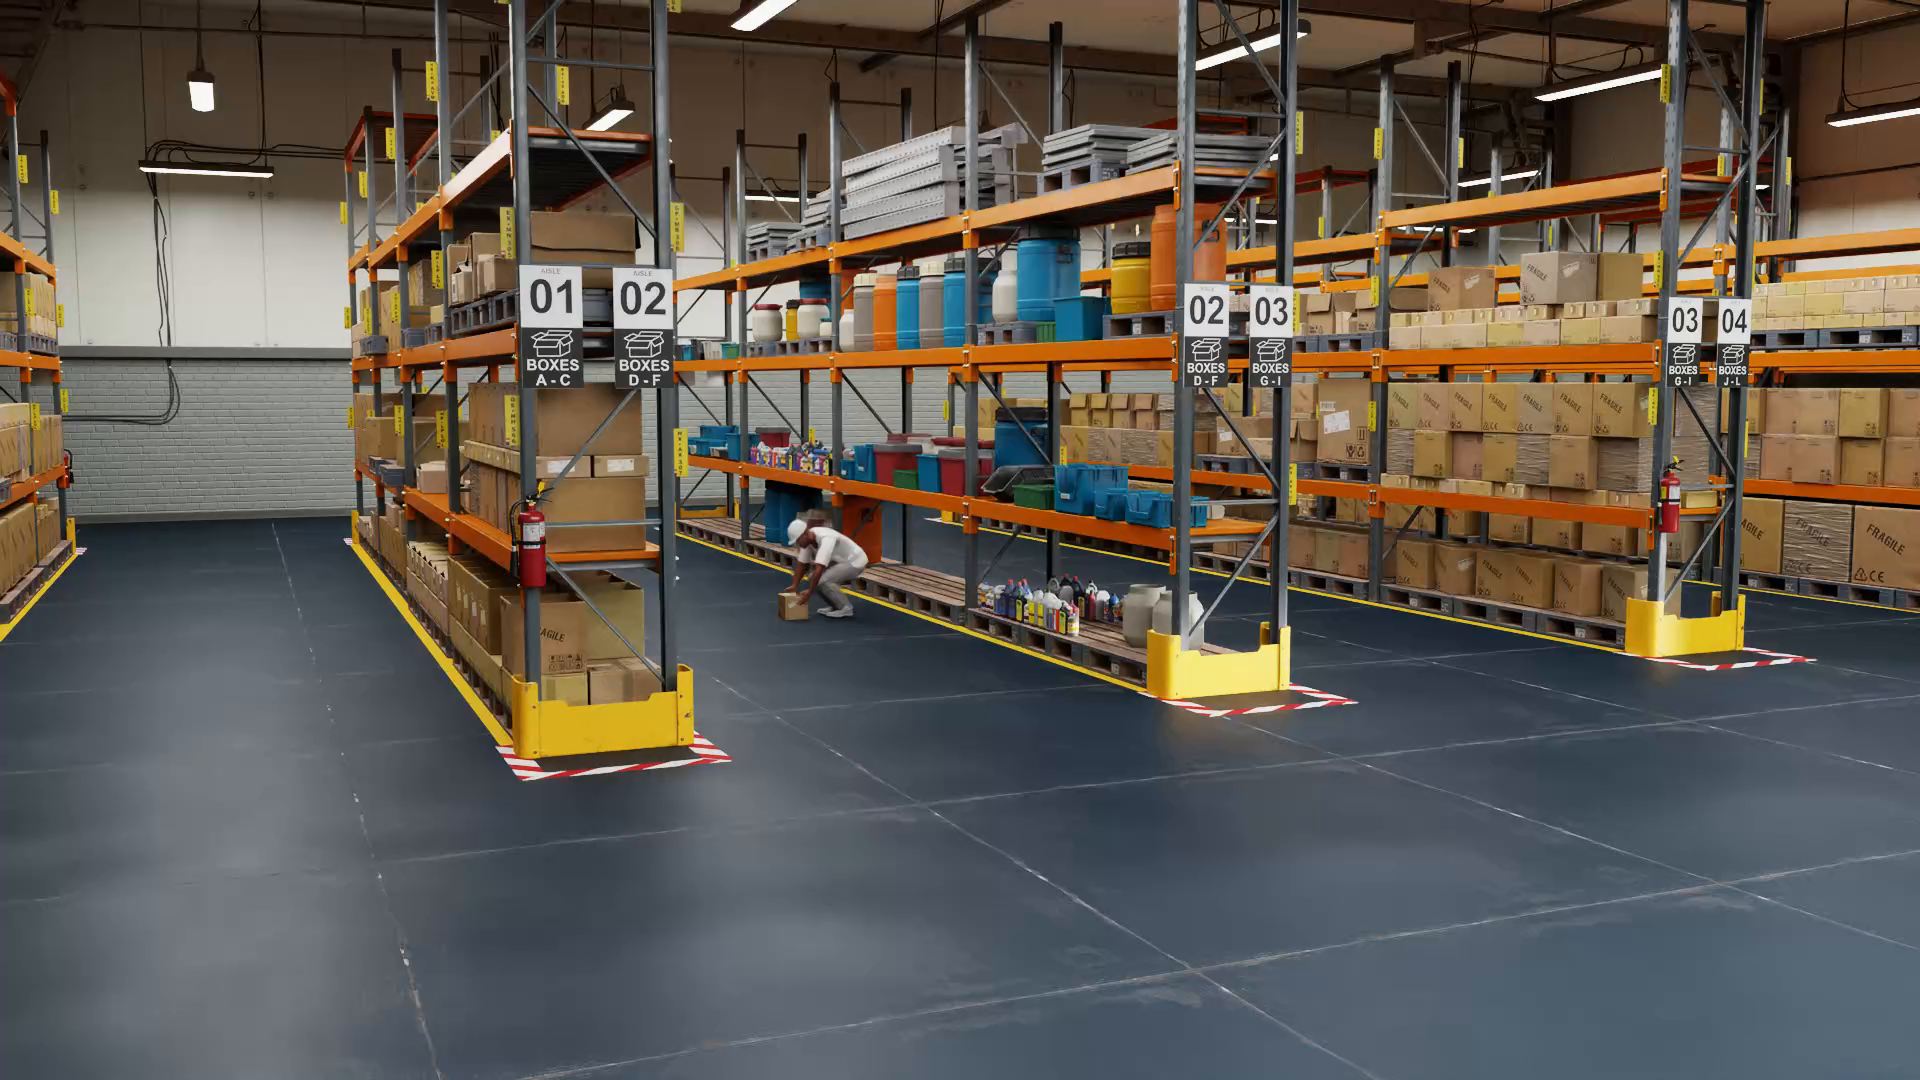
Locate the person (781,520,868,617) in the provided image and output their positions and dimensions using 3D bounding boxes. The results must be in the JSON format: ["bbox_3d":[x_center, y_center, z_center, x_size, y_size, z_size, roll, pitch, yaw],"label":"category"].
[{"bbox_3d":[-1.393,0.293,17.440,0.884,1.038,0.593,-2,6,-24],"label":"person"}]
